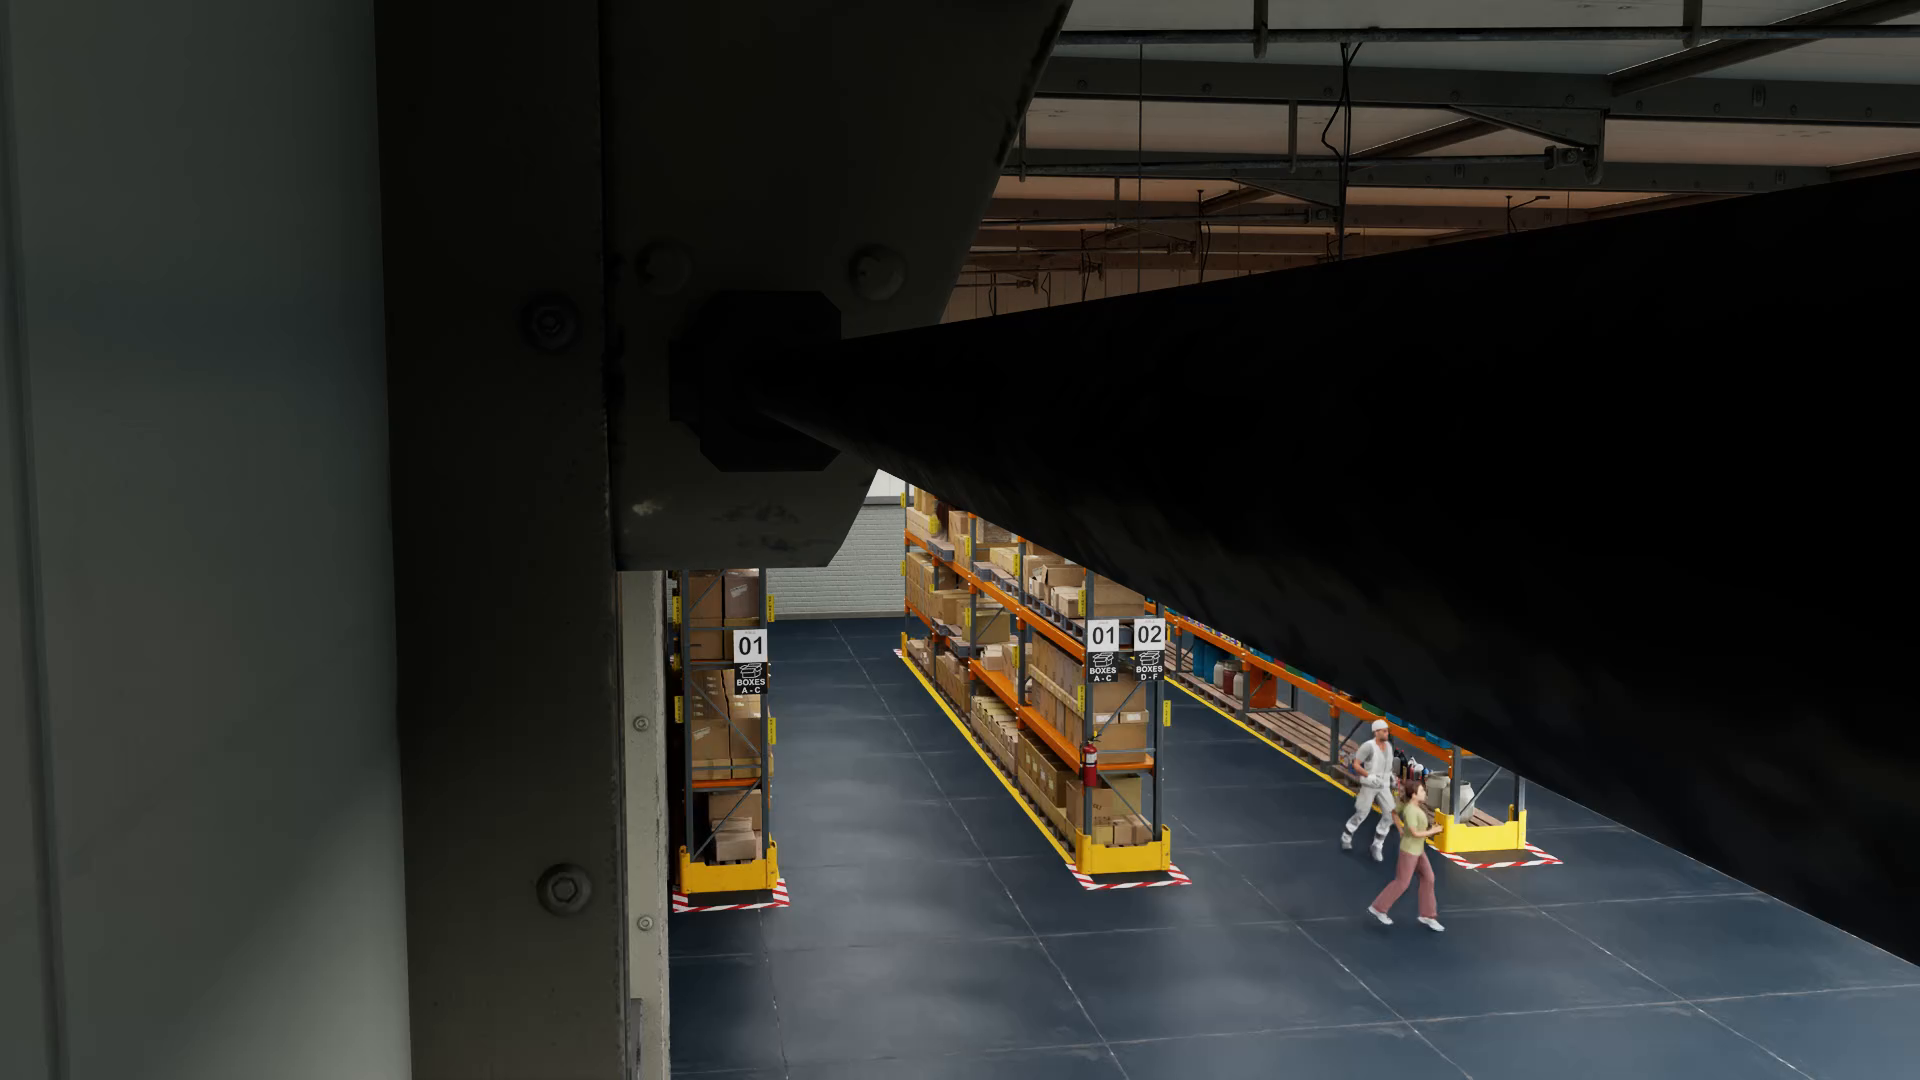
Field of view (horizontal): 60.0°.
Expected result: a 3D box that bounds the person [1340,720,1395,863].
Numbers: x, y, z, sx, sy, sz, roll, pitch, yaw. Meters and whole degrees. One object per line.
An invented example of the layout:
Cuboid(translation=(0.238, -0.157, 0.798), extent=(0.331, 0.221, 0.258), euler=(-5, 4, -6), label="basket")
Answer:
Cuboid(translation=(5.392, 3.222, 21.603), extent=(0.716, 1.800, 0.701), euler=(-3, 6, -23), label="person")

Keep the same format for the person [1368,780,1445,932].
Cuboid(translation=(5.044, 3.548, 18.721), extent=(0.832, 1.721, 0.576), euler=(2, 6, 21), label="person")
